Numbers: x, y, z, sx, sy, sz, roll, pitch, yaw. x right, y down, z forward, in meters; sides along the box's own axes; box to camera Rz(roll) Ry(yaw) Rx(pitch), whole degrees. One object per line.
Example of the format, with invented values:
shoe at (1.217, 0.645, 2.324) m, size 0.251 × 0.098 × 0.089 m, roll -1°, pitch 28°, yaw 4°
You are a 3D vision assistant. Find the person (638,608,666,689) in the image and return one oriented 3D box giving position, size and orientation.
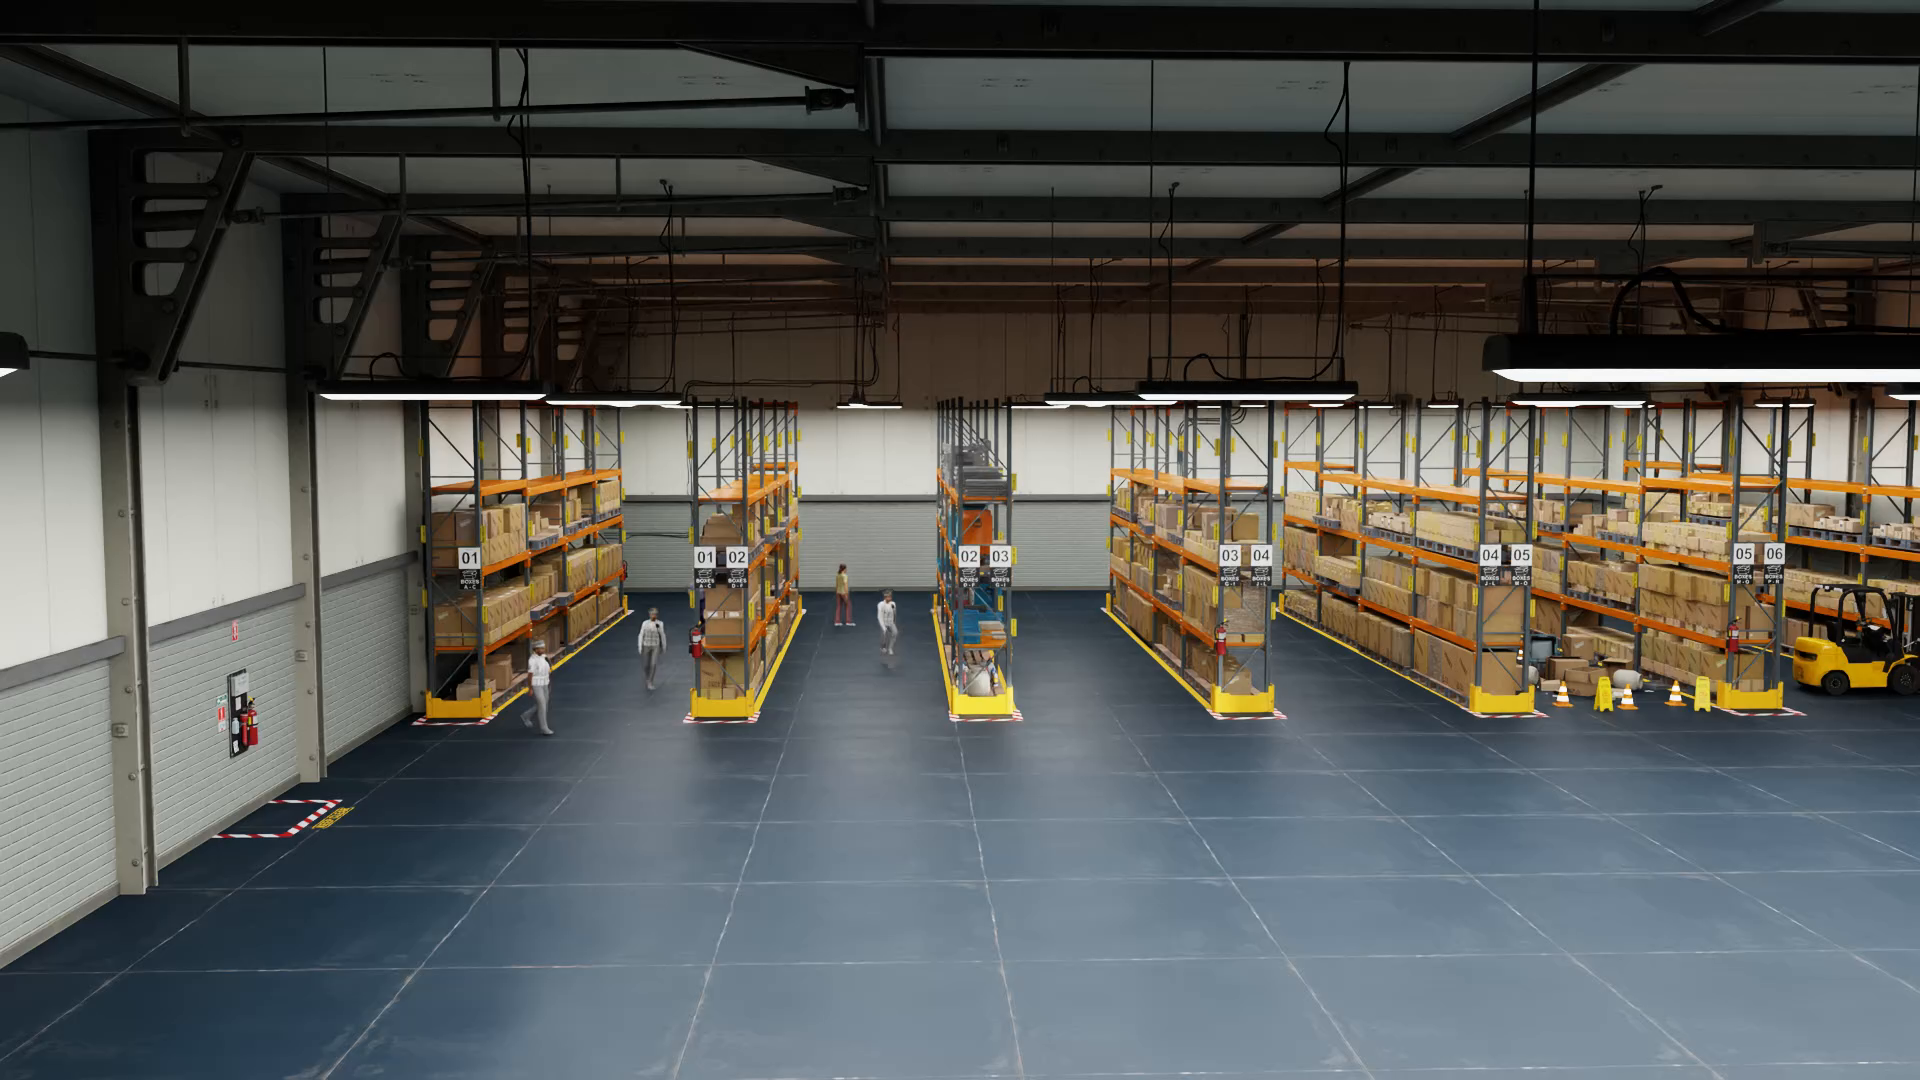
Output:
person at (-6.400, 2.249, 34.609) m, size 0.567 × 1.700 × 0.692 m, roll -1°, pitch 4°, yaw -7°

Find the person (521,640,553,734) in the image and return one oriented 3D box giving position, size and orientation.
person at (-7.531, 2.594, 29.683) m, size 0.841 × 1.649 × 0.501 m, roll 2°, pitch 5°, yaw 25°

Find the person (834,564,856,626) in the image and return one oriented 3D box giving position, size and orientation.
person at (-3.096, 1.467, 44.339) m, size 0.479 × 1.686 × 0.636 m, roll 4°, pitch 6°, yaw 42°

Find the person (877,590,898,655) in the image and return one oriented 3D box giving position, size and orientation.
person at (-1.625, 1.849, 37.418) m, size 0.467 × 1.433 × 0.942 m, roll -1°, pitch 5°, yaw -14°

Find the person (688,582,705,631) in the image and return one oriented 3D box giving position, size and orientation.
person at (-6.732, 1.611, 43.166) m, size 0.573 × 1.562 × 0.751 m, roll 1°, pitch 4°, yaw 7°
